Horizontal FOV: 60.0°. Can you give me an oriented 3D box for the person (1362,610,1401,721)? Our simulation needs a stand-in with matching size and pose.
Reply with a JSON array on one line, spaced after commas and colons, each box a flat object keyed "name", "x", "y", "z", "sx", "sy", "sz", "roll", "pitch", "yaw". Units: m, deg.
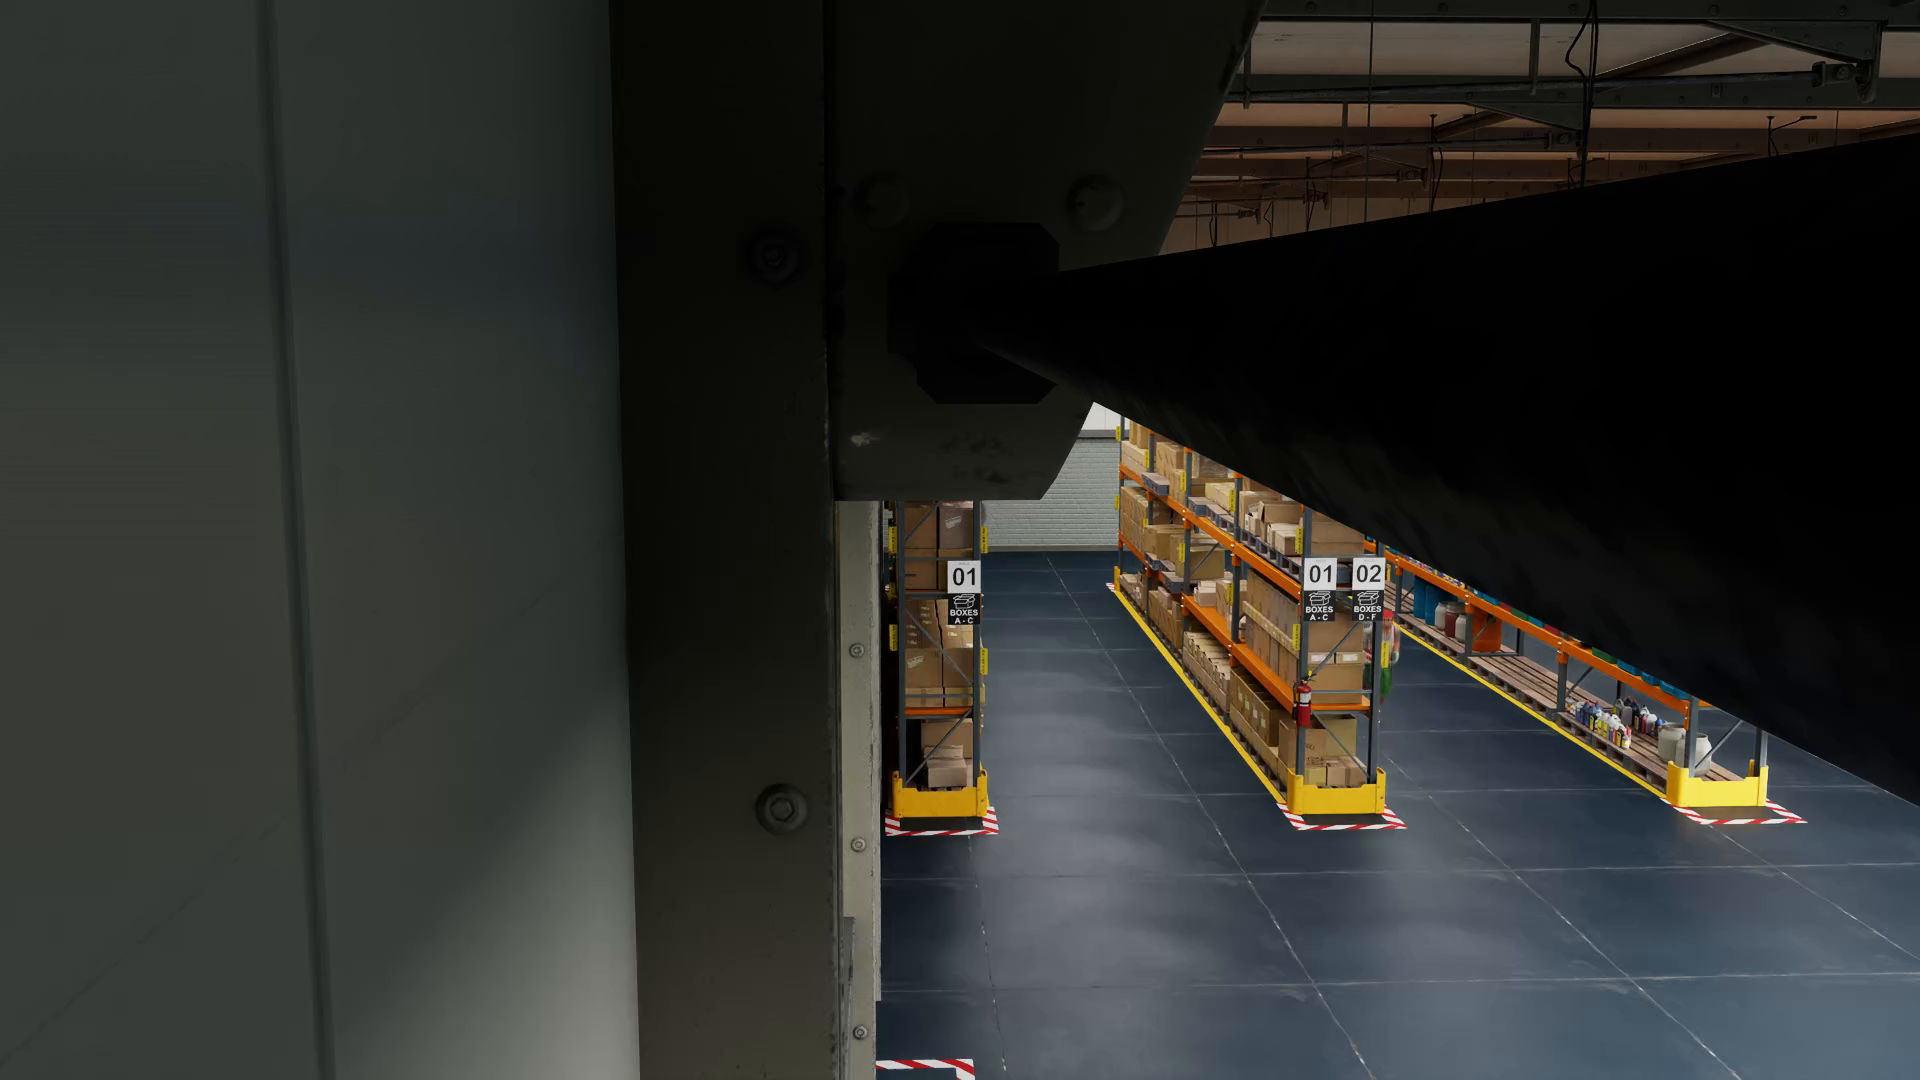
[{"name": "person", "x": 6.366, "y": 1.868, "z": 25.239, "sx": 0.641, "sy": 1.715, "sz": 0.692, "roll": -3, "pitch": 9, "yaw": -22}]
